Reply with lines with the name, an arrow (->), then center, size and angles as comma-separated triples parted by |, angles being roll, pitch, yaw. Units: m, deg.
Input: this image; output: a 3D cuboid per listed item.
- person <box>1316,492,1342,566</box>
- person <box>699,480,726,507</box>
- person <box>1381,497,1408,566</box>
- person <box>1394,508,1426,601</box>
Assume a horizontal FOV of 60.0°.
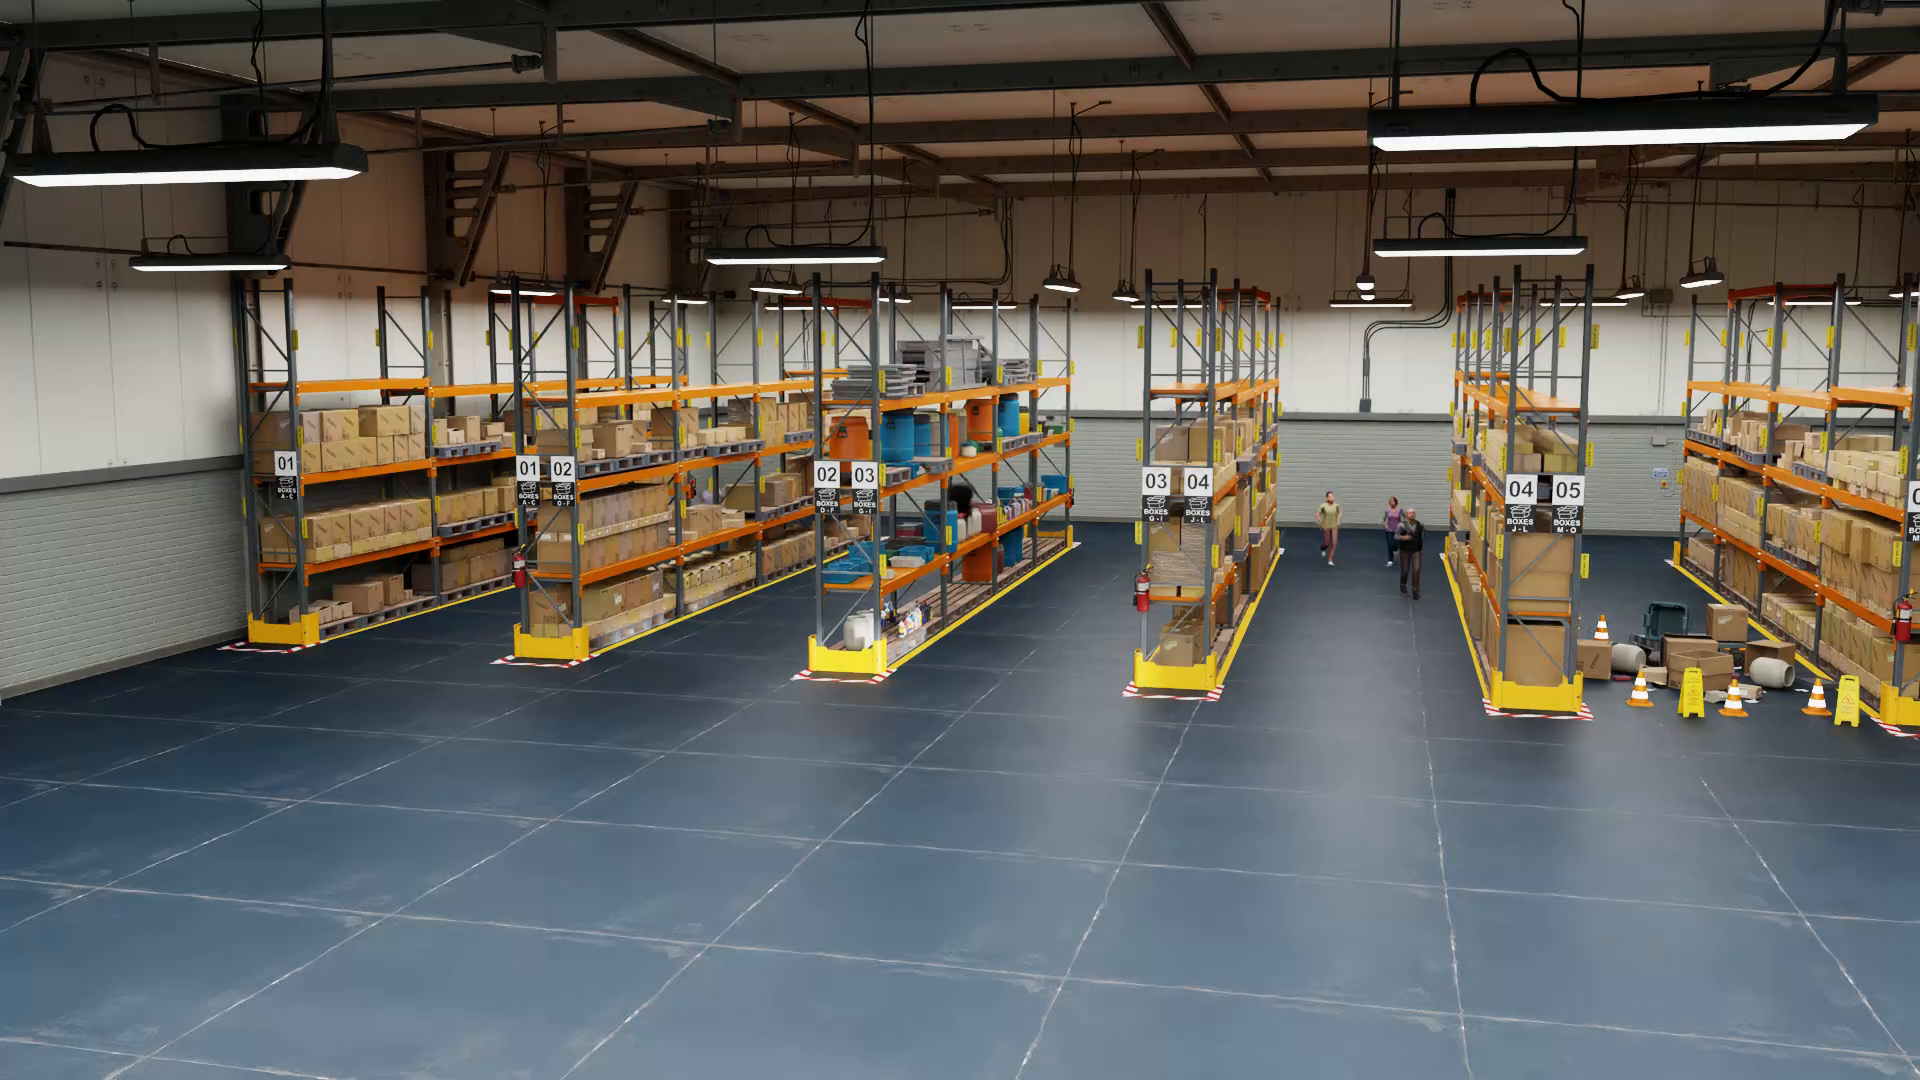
person -> 8.297, -0.274, 37.344 | 0.588, 1.639, 0.746 | 0, 7, -2
person -> -6.084, -0.668, 40.710 | 0.624, 1.601, 0.547 | 1, 7, 7
person -> 9.641, -0.181, 36.941 | 0.574, 1.565, 0.602 | 3, 7, 21
person -> 8.762, 0.252, 32.364 | 0.653, 1.739, 0.902 | 1, 7, 5
